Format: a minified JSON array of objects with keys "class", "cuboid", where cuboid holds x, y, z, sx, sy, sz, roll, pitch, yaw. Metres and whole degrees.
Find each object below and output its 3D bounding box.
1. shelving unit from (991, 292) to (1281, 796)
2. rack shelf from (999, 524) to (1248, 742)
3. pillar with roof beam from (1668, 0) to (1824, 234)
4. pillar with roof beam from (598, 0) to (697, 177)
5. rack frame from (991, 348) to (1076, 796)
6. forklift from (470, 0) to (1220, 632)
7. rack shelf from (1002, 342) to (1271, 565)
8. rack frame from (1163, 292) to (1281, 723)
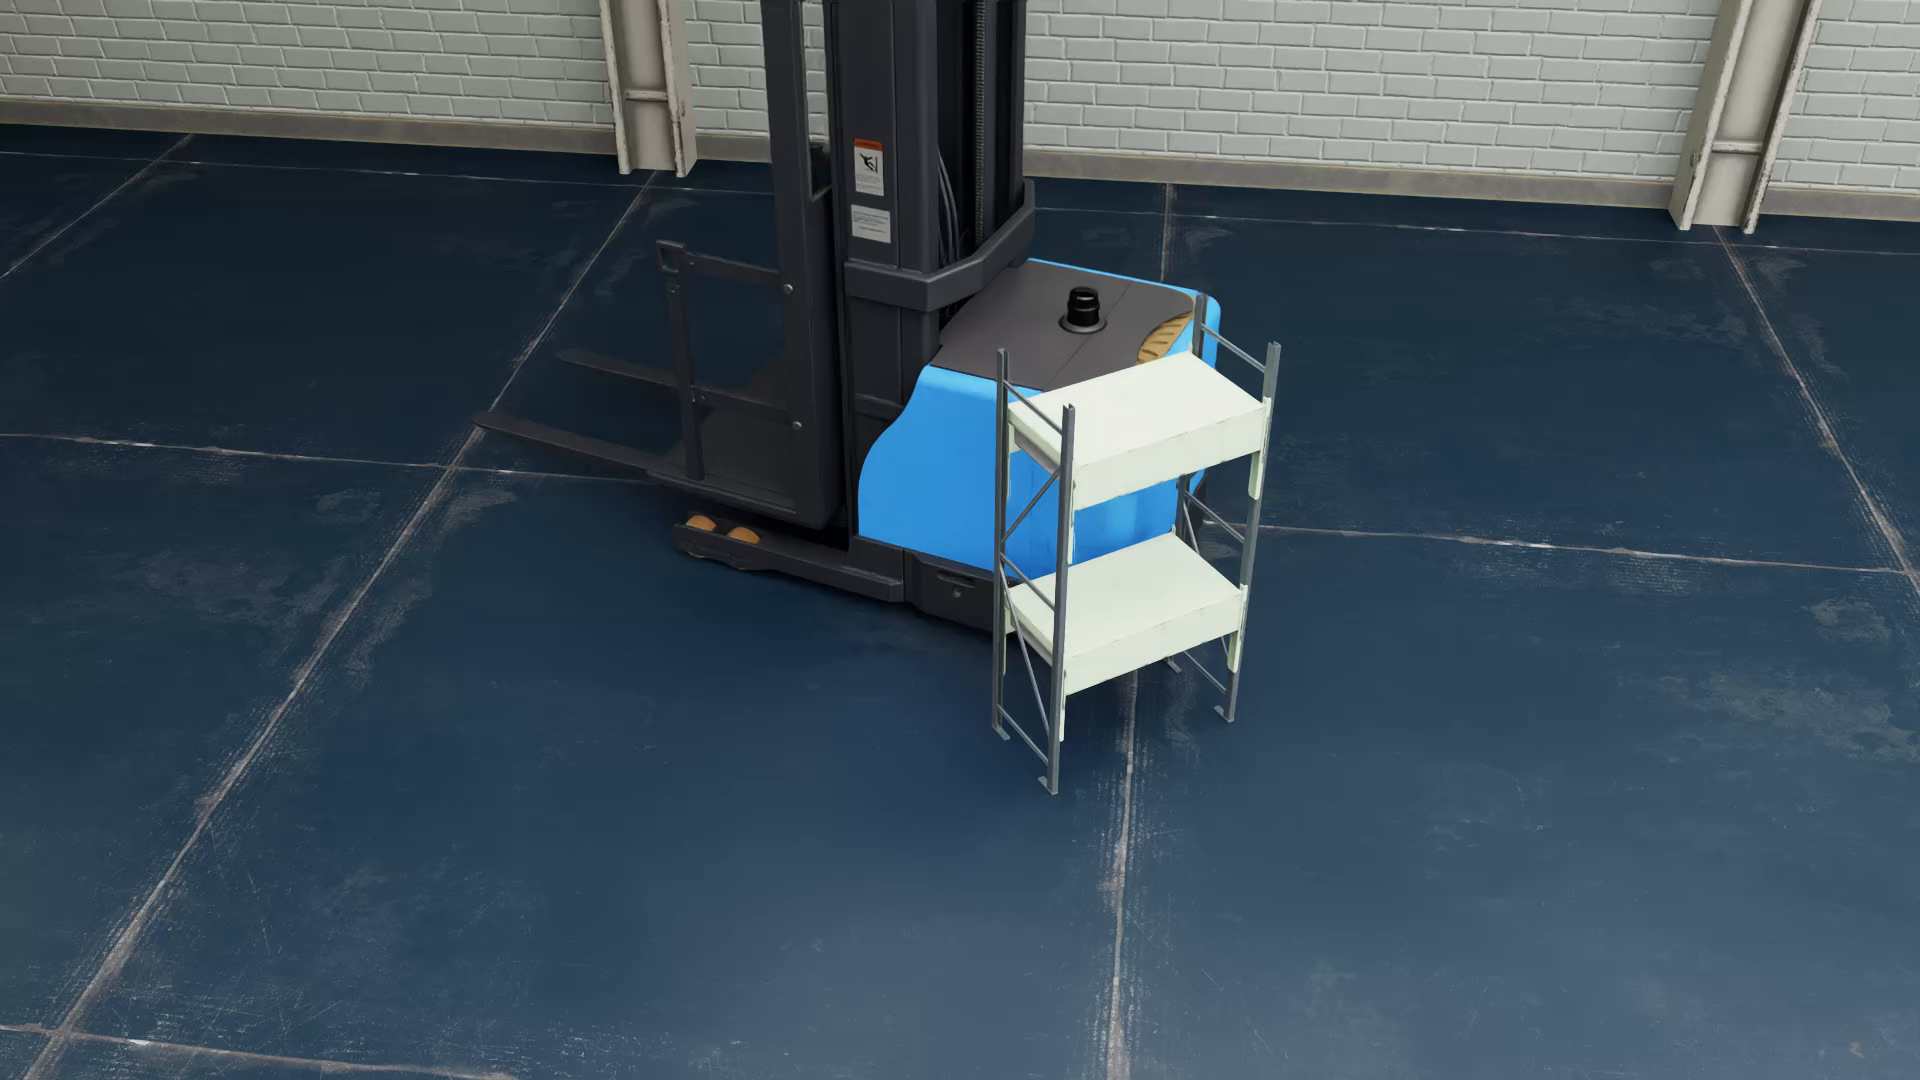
[{"class":"shelving unit","cuboid":[0.537,0.035,5.410,0.755,1.500,0.431,-18,39,-24]},{"class":"rack shelf","cuboid":[0.537,0.301,5.599,0.720,0.370,0.431,-18,39,-24]},{"class":"pillar with roof beam","cuboid":[3.620,-2.963,3.155,0.400,9.000,9.100,4,36,6]},{"class":"pillar with roof beam","cuboid":[-2.332,-3.407,3.777,0.400,9.000,9.100,4,36,6]},{"class":"rack frame","cuboid":[0.219,0.140,5.262,0.023,1.500,0.400,-18,39,-24]},{"class":"forklift","cuboid":[-0.578,-1.337,6.100,3.031,2.935,1.130,15,38,20]},{"class":"rack shelf","cuboid":[0.537,-0.282,5.183,0.720,0.370,0.431,-18,39,-24]},{"class":"rack frame","cuboid":[0.855,-0.070,5.557,0.023,1.500,0.400,-18,39,-24]}]
